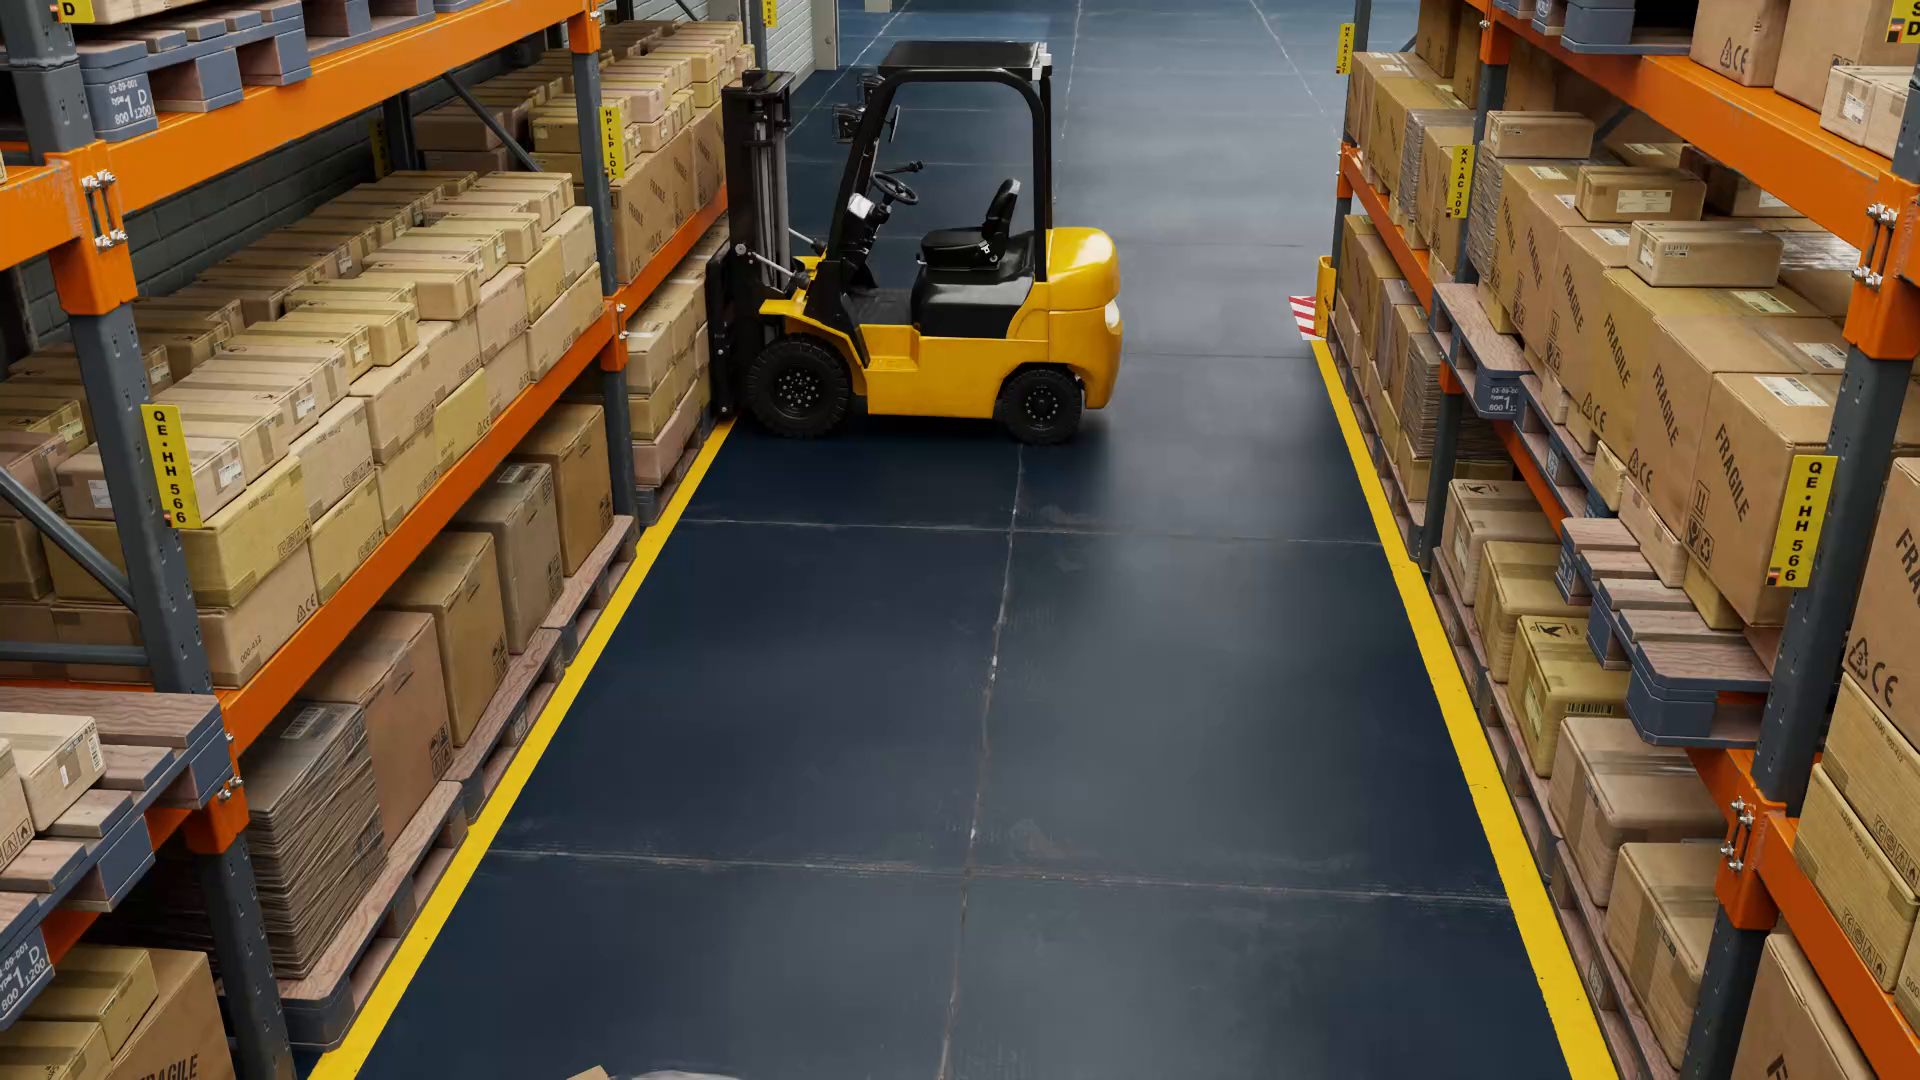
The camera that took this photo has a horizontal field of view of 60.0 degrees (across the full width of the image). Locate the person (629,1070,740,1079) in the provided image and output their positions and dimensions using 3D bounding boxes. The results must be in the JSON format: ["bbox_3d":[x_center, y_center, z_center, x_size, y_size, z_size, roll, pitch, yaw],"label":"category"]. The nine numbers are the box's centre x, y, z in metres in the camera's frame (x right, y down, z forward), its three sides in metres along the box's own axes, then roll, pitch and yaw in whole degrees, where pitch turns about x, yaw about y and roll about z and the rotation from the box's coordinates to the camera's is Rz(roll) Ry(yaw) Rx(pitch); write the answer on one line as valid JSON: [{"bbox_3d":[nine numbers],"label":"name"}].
[{"bbox_3d":[-0.469,1.624,2.982,0.482,1.679,0.476,-3,25,-8],"label":"person"}]
